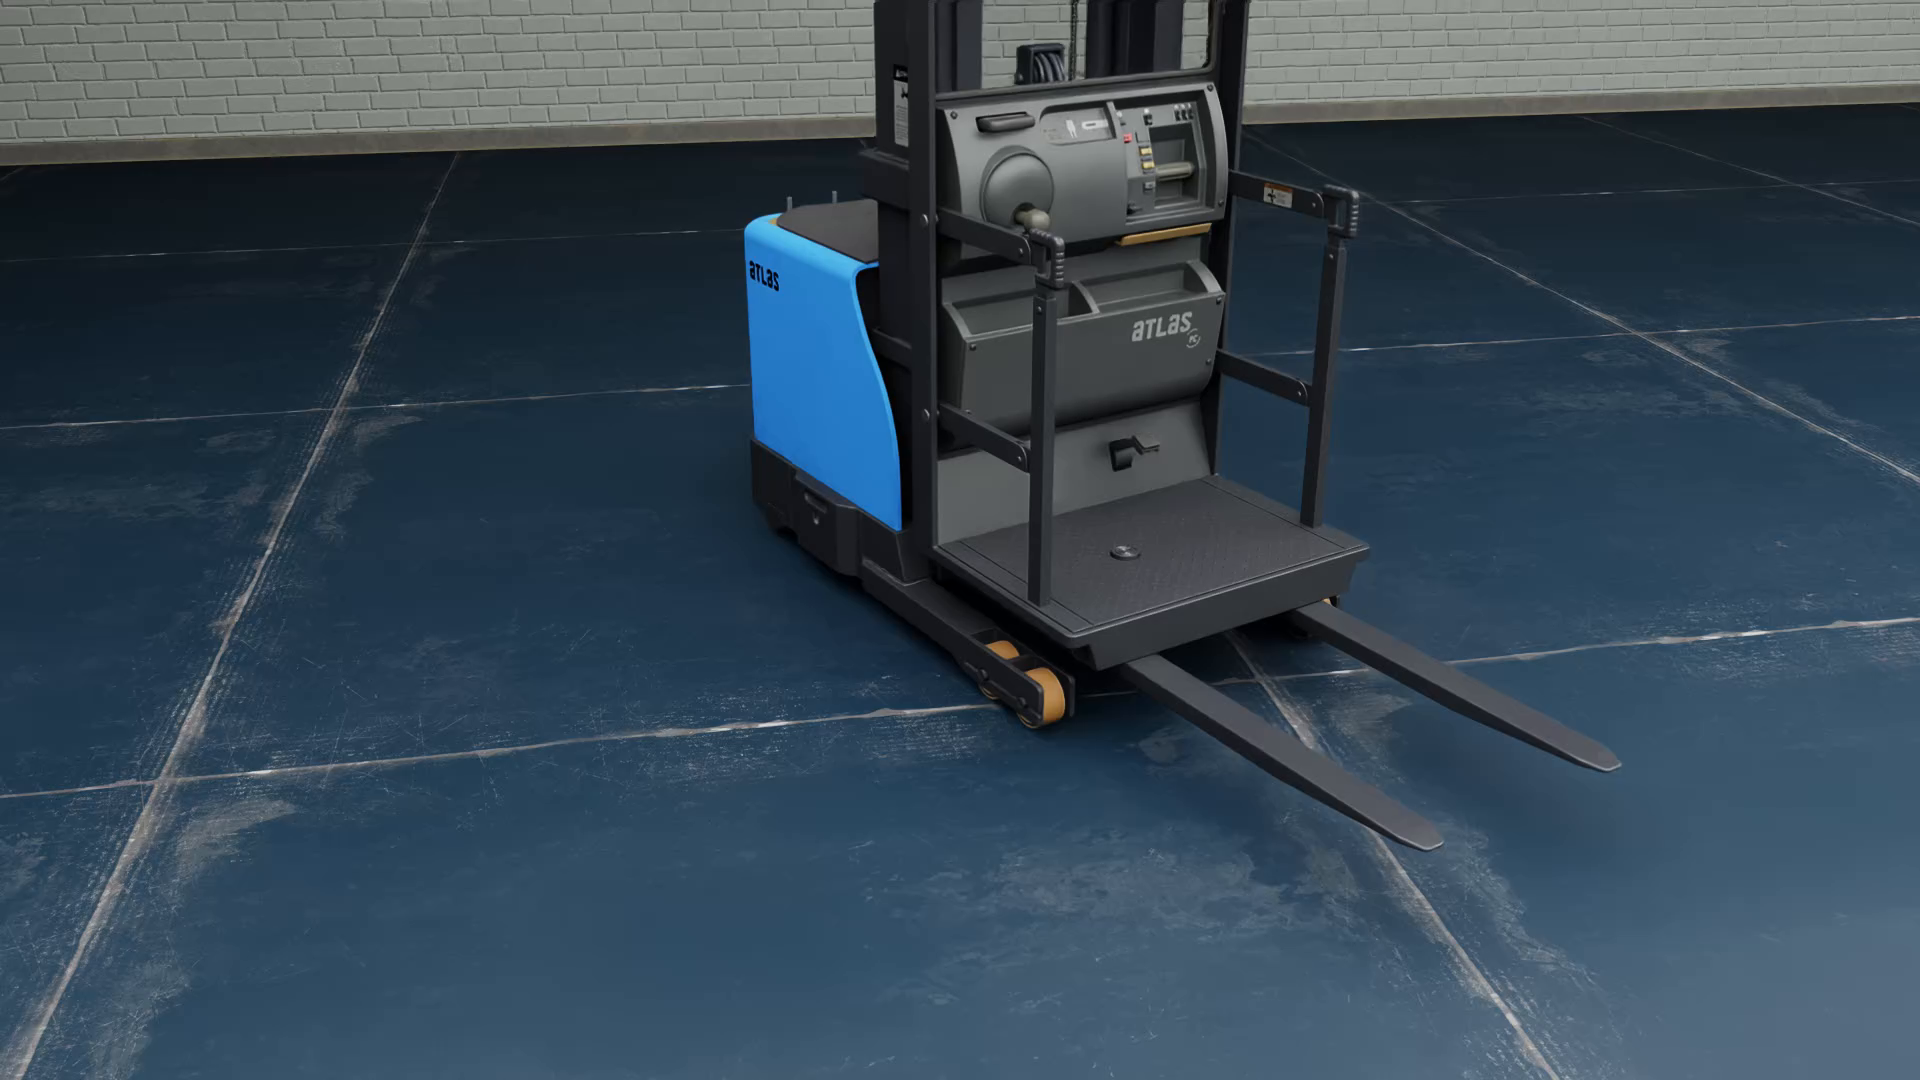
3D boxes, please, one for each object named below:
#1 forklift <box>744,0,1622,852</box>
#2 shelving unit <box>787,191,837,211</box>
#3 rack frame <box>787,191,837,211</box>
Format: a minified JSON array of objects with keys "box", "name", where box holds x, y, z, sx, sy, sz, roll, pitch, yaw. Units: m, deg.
[{"box":[0.484,-1.041,4.471,1.130,2.935,3.031,-14,27,-30],"name":"forklift"},{"box":[-0.465,-0.719,6.084,0.215,1.050,0.252,-14,27,-30],"name":"shelving unit"},{"box":[-0.531,-0.760,6.178,0.200,1.050,0.008,-14,27,-30],"name":"rack frame"}]
